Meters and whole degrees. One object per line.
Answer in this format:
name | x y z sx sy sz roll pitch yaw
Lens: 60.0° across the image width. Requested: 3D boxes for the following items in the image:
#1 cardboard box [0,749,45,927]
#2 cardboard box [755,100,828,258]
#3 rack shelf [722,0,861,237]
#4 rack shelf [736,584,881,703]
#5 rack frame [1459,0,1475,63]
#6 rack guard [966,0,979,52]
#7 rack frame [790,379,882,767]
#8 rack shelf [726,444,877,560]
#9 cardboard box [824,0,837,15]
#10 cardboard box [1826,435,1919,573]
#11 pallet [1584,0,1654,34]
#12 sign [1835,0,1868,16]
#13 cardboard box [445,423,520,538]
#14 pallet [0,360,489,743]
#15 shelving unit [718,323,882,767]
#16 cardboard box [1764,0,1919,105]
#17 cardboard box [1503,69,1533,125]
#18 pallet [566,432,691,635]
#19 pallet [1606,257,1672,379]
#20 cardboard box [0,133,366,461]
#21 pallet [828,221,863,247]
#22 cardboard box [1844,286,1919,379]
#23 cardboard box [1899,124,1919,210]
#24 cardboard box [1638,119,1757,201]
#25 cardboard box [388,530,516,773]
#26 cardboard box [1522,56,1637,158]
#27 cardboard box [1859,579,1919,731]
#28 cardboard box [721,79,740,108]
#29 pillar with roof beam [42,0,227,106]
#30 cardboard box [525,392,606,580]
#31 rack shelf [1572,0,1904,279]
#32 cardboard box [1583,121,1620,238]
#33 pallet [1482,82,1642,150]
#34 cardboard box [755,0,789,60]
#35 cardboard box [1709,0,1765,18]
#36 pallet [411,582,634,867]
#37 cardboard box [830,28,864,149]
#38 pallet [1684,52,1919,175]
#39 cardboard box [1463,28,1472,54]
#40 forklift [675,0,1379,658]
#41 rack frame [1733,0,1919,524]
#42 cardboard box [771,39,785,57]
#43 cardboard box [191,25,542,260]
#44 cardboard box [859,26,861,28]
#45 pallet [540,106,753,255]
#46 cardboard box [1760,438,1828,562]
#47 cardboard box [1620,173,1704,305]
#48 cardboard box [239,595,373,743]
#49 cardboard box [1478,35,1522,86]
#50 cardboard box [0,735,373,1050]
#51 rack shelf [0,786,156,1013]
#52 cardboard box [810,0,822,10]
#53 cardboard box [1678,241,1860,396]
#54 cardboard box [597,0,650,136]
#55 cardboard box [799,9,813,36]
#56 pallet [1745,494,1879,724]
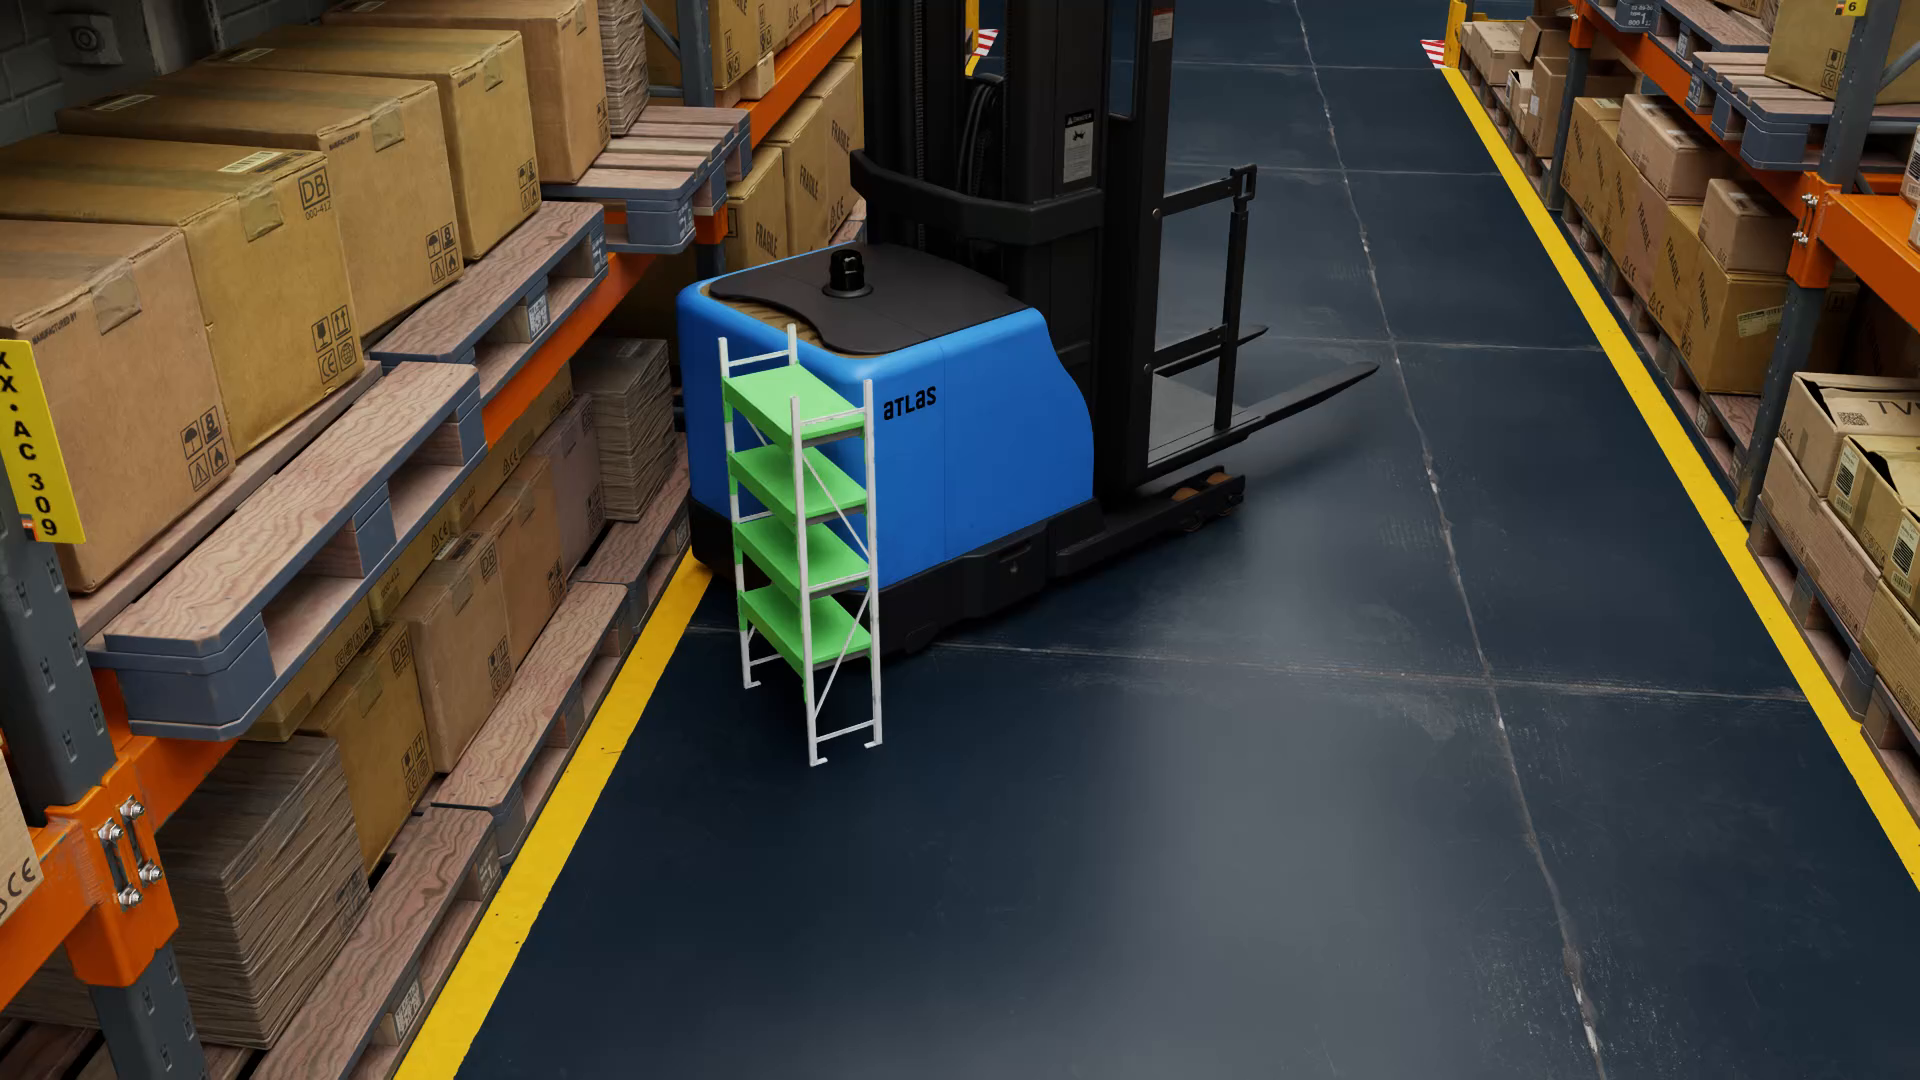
cardboard box | -1.665 0.510 2.278 0.500 0.250 0.500 3 29 6
cardboard box | -1.083 -1.660 7.992 0.750 0.750 0.750 3 28 6
rack shelf | -1.172 -2.295 8.106 1.077 0.370 4.000 3 28 6
rack shelf | -0.469 0.288 5.091 0.258 0.148 0.480 -15 32 -26
rack frame | 4.480 -5.150 12.647 1.000 3.000 0.127 3 28 6
rack guard | -0.434 -4.347 13.792 1.175 0.500 0.348 3 28 6
rack frame | -0.346 0.121 4.761 0.240 1.200 0.015 -15 32 -26
rack shelf | -0.469 -0.135 4.863 0.258 0.148 0.480 -15 32 -26
cardboard box | -0.842 -2.798 8.524 0.380 0.149 0.250 3 28 6
cardboard box | 3.088 -0.128 5.191 0.500 0.311 0.500 3 28 5
pallet | 3.783 -2.813 8.511 1.003 0.211 1.213 3 28 6
sign | 2.960 -1.886 5.452 0.100 0.325 0.005 3 28 6
cardboard box | -1.644 -0.245 4.923 0.500 0.250 0.500 3 28 6
pallet | -1.669 -0.055 3.391 1.003 0.211 1.213 3 28 6
shelving unit | -0.469 0.020 4.947 0.258 1.200 0.503 -15 32 -26
cardboard box | 3.465 -1.916 6.096 0.700 0.500 0.500 -6 29 -11
cardboard box | 3.870 -2.915 10.869 0.500 0.311 0.500 3 28 6
pallet | -1.515 -0.075 6.167 1.003 0.211 1.213 3 28 6
pallet | 3.780 -1.079 8.030 1.003 0.211 1.213 3 28 6
cardboard box | -1.736 -0.526 3.494 0.700 0.500 0.500 6 29 11
pallet | -1.094 -1.382 8.593 1.003 0.211 1.213 3 28 6
cardboard box | 3.839 -0.675 6.513 0.500 0.500 0.500 5 29 8
cardboard box | 3.412 -1.177 5.365 0.500 0.311 0.500 5 29 9
cardboard box | 3.505 -1.770 7.754 0.500 0.250 0.500 3 28 5
cardboard box | -1.718 0.288 4.725 0.700 0.500 0.500 4 29 7
cardboard box | 3.778 -2.645 10.169 0.500 0.500 0.500 3 28 6
cardboard box | 3.025 0.352 4.890 0.500 0.250 0.500 3 28 5
cardboard box | -1.108 -1.828 6.725 0.380 0.149 0.250 4 29 7
pillar with roof beam | 1.837 -3.500 3.258 9.100 9.000 0.400 3 28 6
cardboard box | -1.632 -0.186 5.604 0.700 0.500 0.500 3 28 6
rack shelf | 3.745 -2.009 7.575 1.077 0.370 4.000 3 28 6
cardboard box | 3.634 -1.895 8.777 0.500 0.500 0.500 4 29 7
pallet | 4.222 -2.939 11.482 1.003 0.211 1.213 3 28 6
cardboard box | -1.030 -2.314 6.943 0.500 0.500 0.500 4 29 8
cardboard box | 3.834 -2.661 7.478 0.700 0.500 0.500 -4 29 -7
pallet | -1.667 0.497 5.104 1.003 0.211 1.213 3 28 6
cardboard box | -0.878 -2.478 9.511 0.750 0.750 0.750 4 29 7
pallet | 3.513 -1.623 6.302 1.213 0.211 1.003 3 28 6
cardboard box | 4.057 -3.802 12.667 0.380 0.166 0.250 3 28 6
forklift | 0.464 -1.487 5.920 3.031 2.935 1.130 -23 36 -36
rack frame | 3.499 -1.384 5.657 1.000 3.000 0.127 3 28 6
cardboard box | -1.017 -2.318 7.633 0.380 0.149 0.250 4 29 7
cardboard box | -1.596 -1.099 4.557 0.700 0.500 0.500 3 28 6
cardboard box | -0.511 -3.420 10.944 0.380 0.149 0.250 4 29 8
pallet | -1.399 -1.244 5.600 1.213 0.211 1.003 3 28 6
cardboard box | 3.144 -0.129 5.784 0.500 0.250 0.500 3 28 6
cardboard box | 3.503 -1.422 7.899 0.500 0.500 0.500 2 28 4
cardboard box | -1.783 0.234 4.034 0.500 0.250 0.500 3 28 5
cardboard box | 4.009 -3.423 11.877 0.500 0.250 0.500 3 28 6
cardboard box | -1.834 0.772 3.827 0.700 0.500 0.500 4 29 8
rack shelf | -2.153 1.470 1.116 1.077 0.370 4.000 3 28 6
cardboard box | -0.912 -2.793 7.832 0.500 0.500 0.500 4 29 8
cardboard box | 3.381 -0.932 6.988 0.500 0.500 0.500 4 29 8
cardboard box | -1.465 -1.686 5.648 0.700 0.500 0.500 0 28 0
cardboard box | -0.931 -2.556 8.076 0.380 0.149 0.250 4 29 8
pallet | 3.360 0.228 5.603 1.003 0.211 1.213 3 28 6
